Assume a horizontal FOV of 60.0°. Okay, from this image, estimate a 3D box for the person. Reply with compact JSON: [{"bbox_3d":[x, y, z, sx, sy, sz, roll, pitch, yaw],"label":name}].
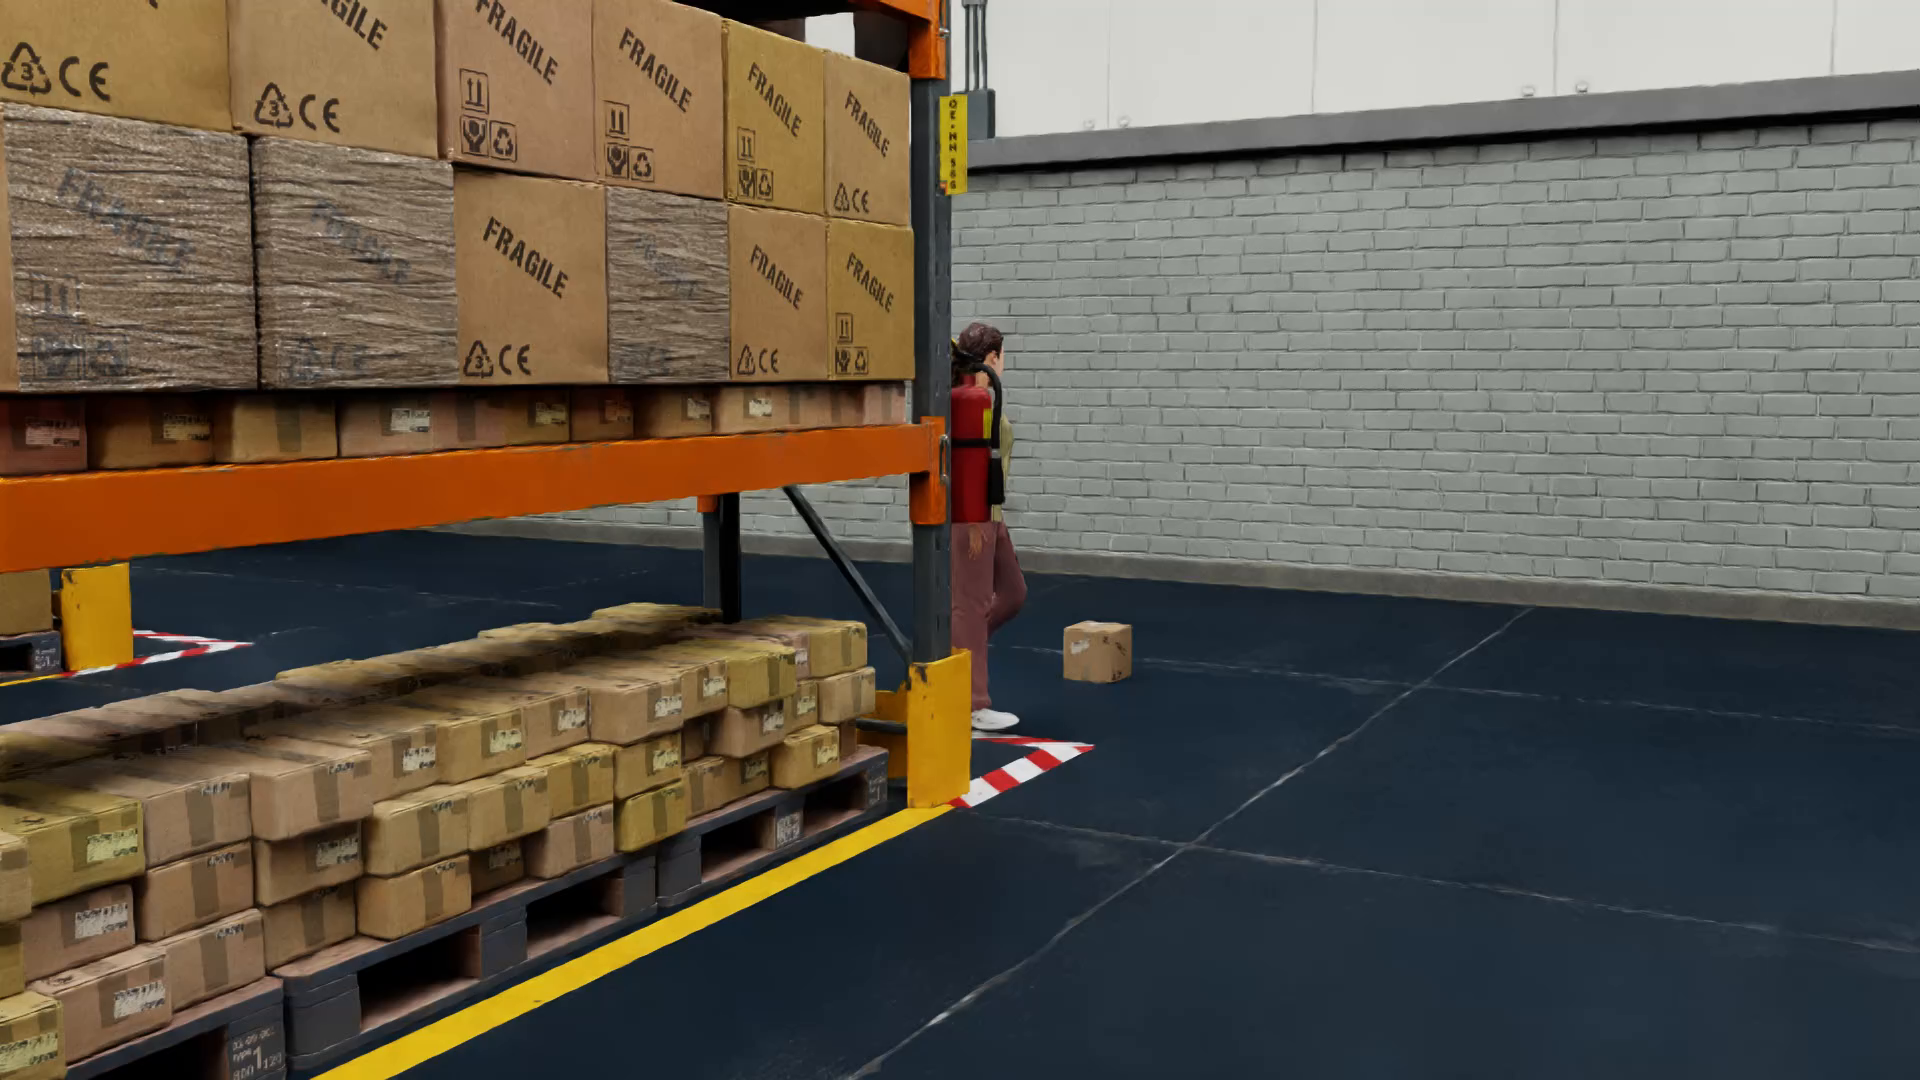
[{"bbox_3d":[0.026,-0.071,6.928,0.503,1.660,0.535,0,6,3],"label":"person"}]
